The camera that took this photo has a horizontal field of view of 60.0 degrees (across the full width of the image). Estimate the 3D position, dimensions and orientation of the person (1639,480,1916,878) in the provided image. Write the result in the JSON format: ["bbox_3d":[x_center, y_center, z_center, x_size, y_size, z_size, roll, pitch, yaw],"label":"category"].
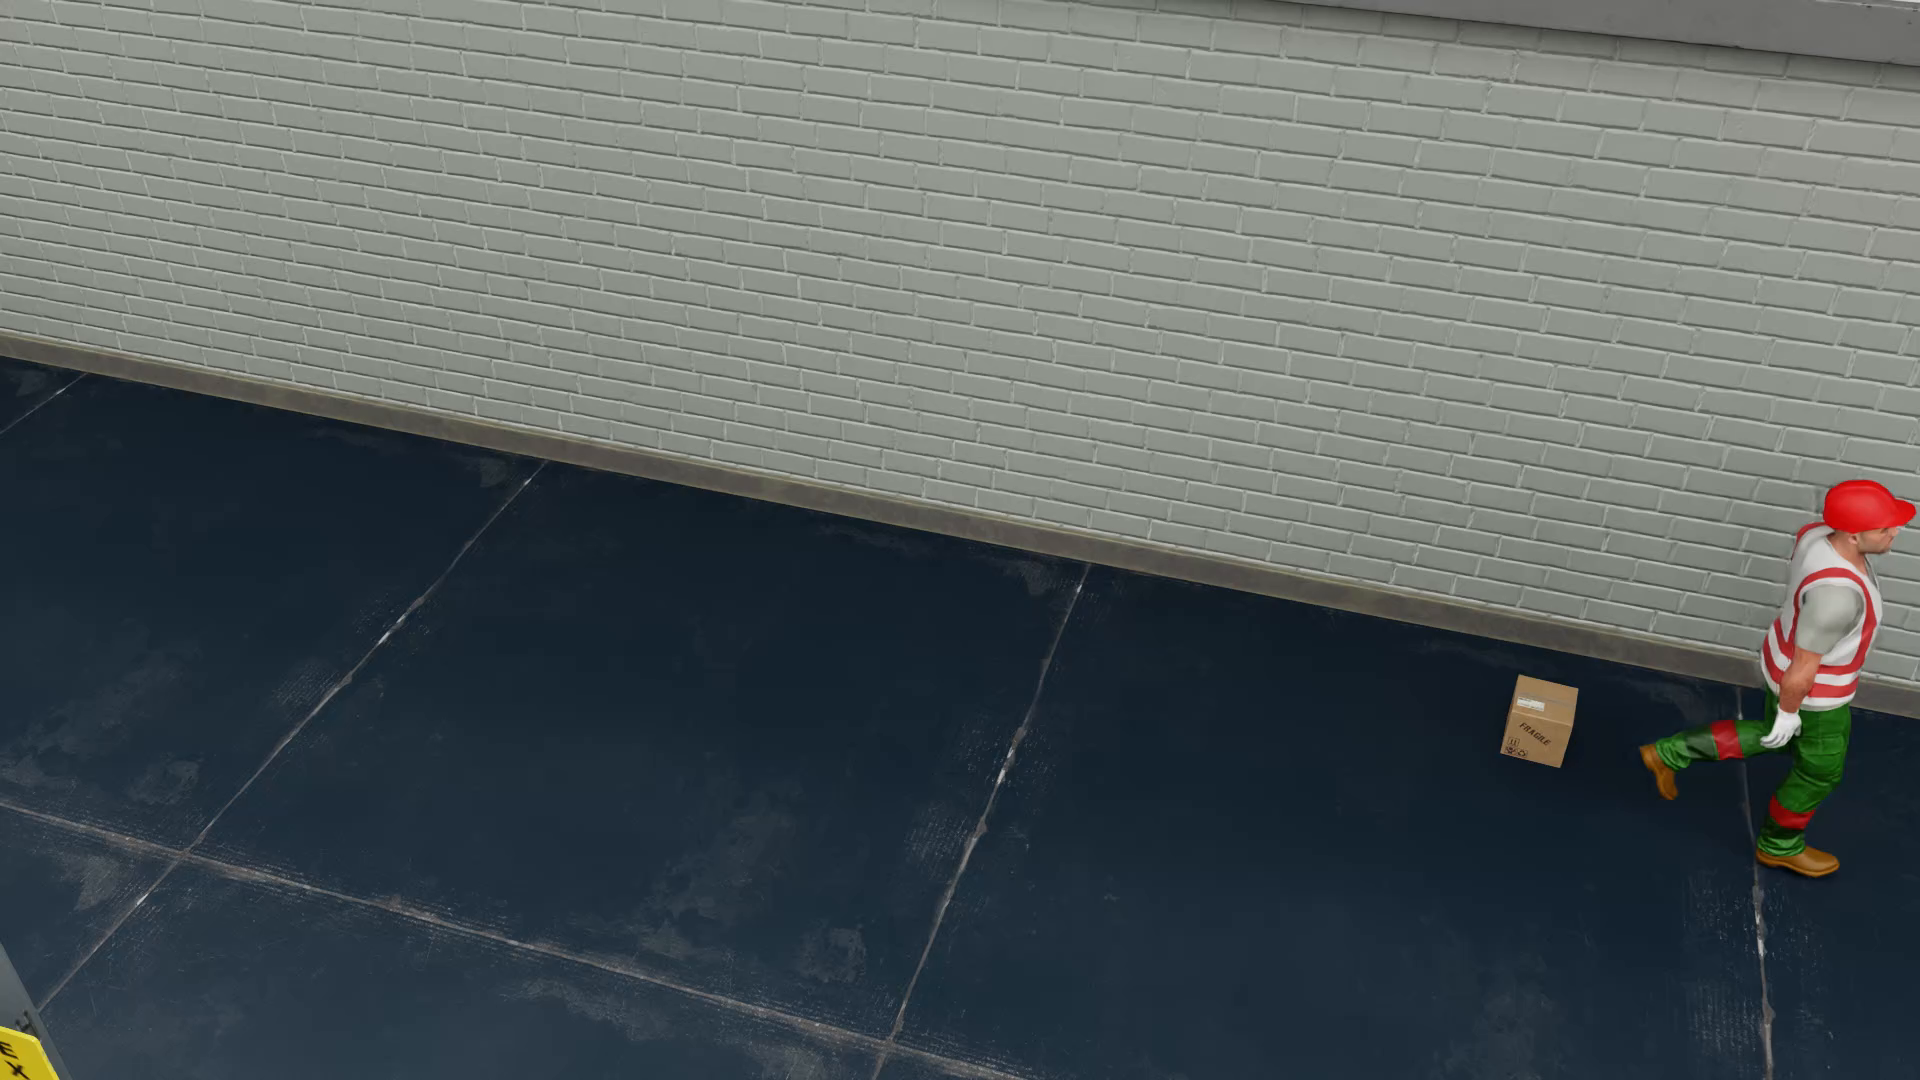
[{"bbox_3d":[3.091,0.500,6.180,0.800,1.768,0.540,10,38,13],"label":"person"}]
